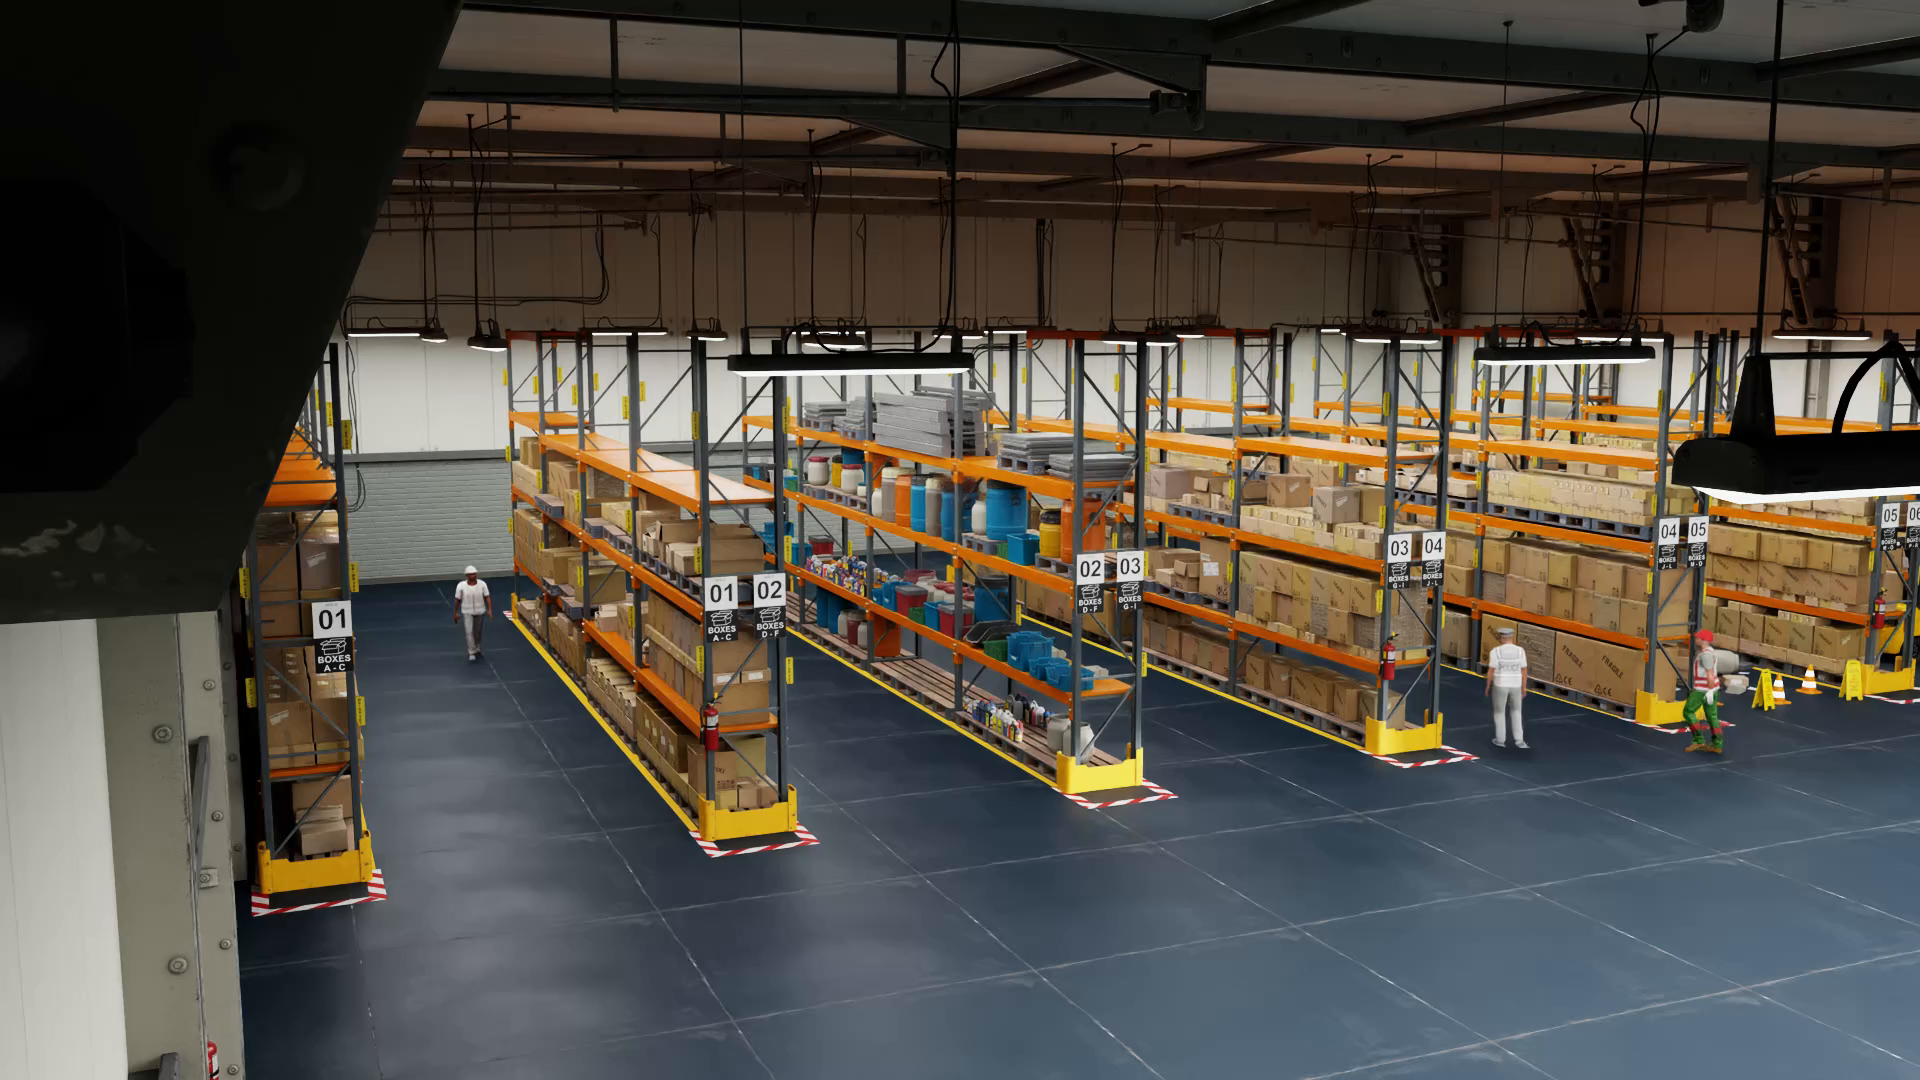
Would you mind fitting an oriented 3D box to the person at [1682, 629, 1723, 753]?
[{"bbox_3d":[10.800,2.182,24.040,0.537,1.783,0.551,7,11,44],"label":"person"}]

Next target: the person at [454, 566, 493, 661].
[{"bbox_3d":[-8.939,1.323,30.536,0.672,1.708,1.085,-3,8,-22],"label":"person"}]

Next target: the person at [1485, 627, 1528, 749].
[{"bbox_3d":[8.027,2.189,24.347,0.610,1.797,0.478,0,8,2],"label":"person"}]
